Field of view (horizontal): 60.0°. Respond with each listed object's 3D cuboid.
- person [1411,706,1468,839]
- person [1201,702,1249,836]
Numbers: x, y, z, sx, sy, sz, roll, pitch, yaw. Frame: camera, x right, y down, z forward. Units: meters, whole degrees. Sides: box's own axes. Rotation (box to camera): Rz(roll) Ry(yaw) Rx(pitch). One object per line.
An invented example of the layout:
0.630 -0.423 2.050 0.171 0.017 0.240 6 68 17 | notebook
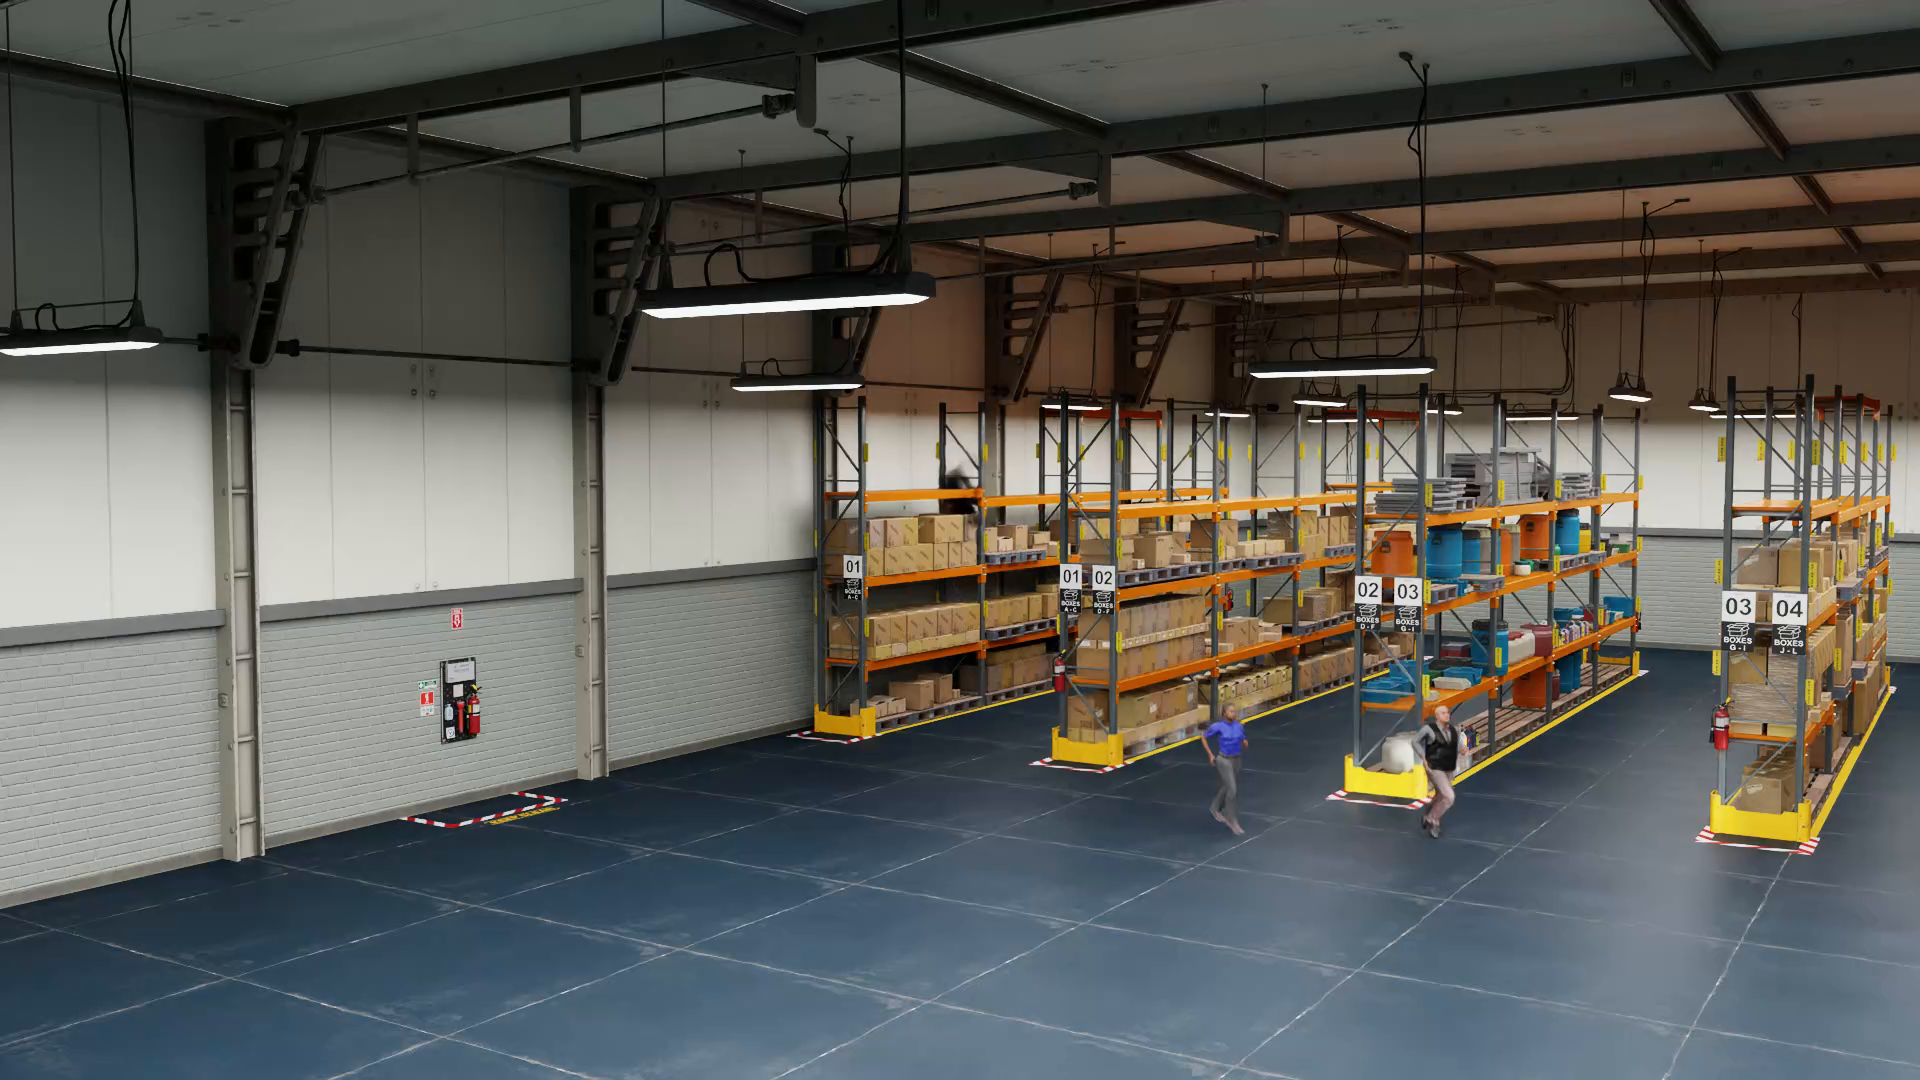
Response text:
6.285 3.022 21.635 0.631 1.735 0.704 -2 3 -28 | person
3.552 3.004 22.080 0.556 1.699 0.826 -2 4 -32 | person
